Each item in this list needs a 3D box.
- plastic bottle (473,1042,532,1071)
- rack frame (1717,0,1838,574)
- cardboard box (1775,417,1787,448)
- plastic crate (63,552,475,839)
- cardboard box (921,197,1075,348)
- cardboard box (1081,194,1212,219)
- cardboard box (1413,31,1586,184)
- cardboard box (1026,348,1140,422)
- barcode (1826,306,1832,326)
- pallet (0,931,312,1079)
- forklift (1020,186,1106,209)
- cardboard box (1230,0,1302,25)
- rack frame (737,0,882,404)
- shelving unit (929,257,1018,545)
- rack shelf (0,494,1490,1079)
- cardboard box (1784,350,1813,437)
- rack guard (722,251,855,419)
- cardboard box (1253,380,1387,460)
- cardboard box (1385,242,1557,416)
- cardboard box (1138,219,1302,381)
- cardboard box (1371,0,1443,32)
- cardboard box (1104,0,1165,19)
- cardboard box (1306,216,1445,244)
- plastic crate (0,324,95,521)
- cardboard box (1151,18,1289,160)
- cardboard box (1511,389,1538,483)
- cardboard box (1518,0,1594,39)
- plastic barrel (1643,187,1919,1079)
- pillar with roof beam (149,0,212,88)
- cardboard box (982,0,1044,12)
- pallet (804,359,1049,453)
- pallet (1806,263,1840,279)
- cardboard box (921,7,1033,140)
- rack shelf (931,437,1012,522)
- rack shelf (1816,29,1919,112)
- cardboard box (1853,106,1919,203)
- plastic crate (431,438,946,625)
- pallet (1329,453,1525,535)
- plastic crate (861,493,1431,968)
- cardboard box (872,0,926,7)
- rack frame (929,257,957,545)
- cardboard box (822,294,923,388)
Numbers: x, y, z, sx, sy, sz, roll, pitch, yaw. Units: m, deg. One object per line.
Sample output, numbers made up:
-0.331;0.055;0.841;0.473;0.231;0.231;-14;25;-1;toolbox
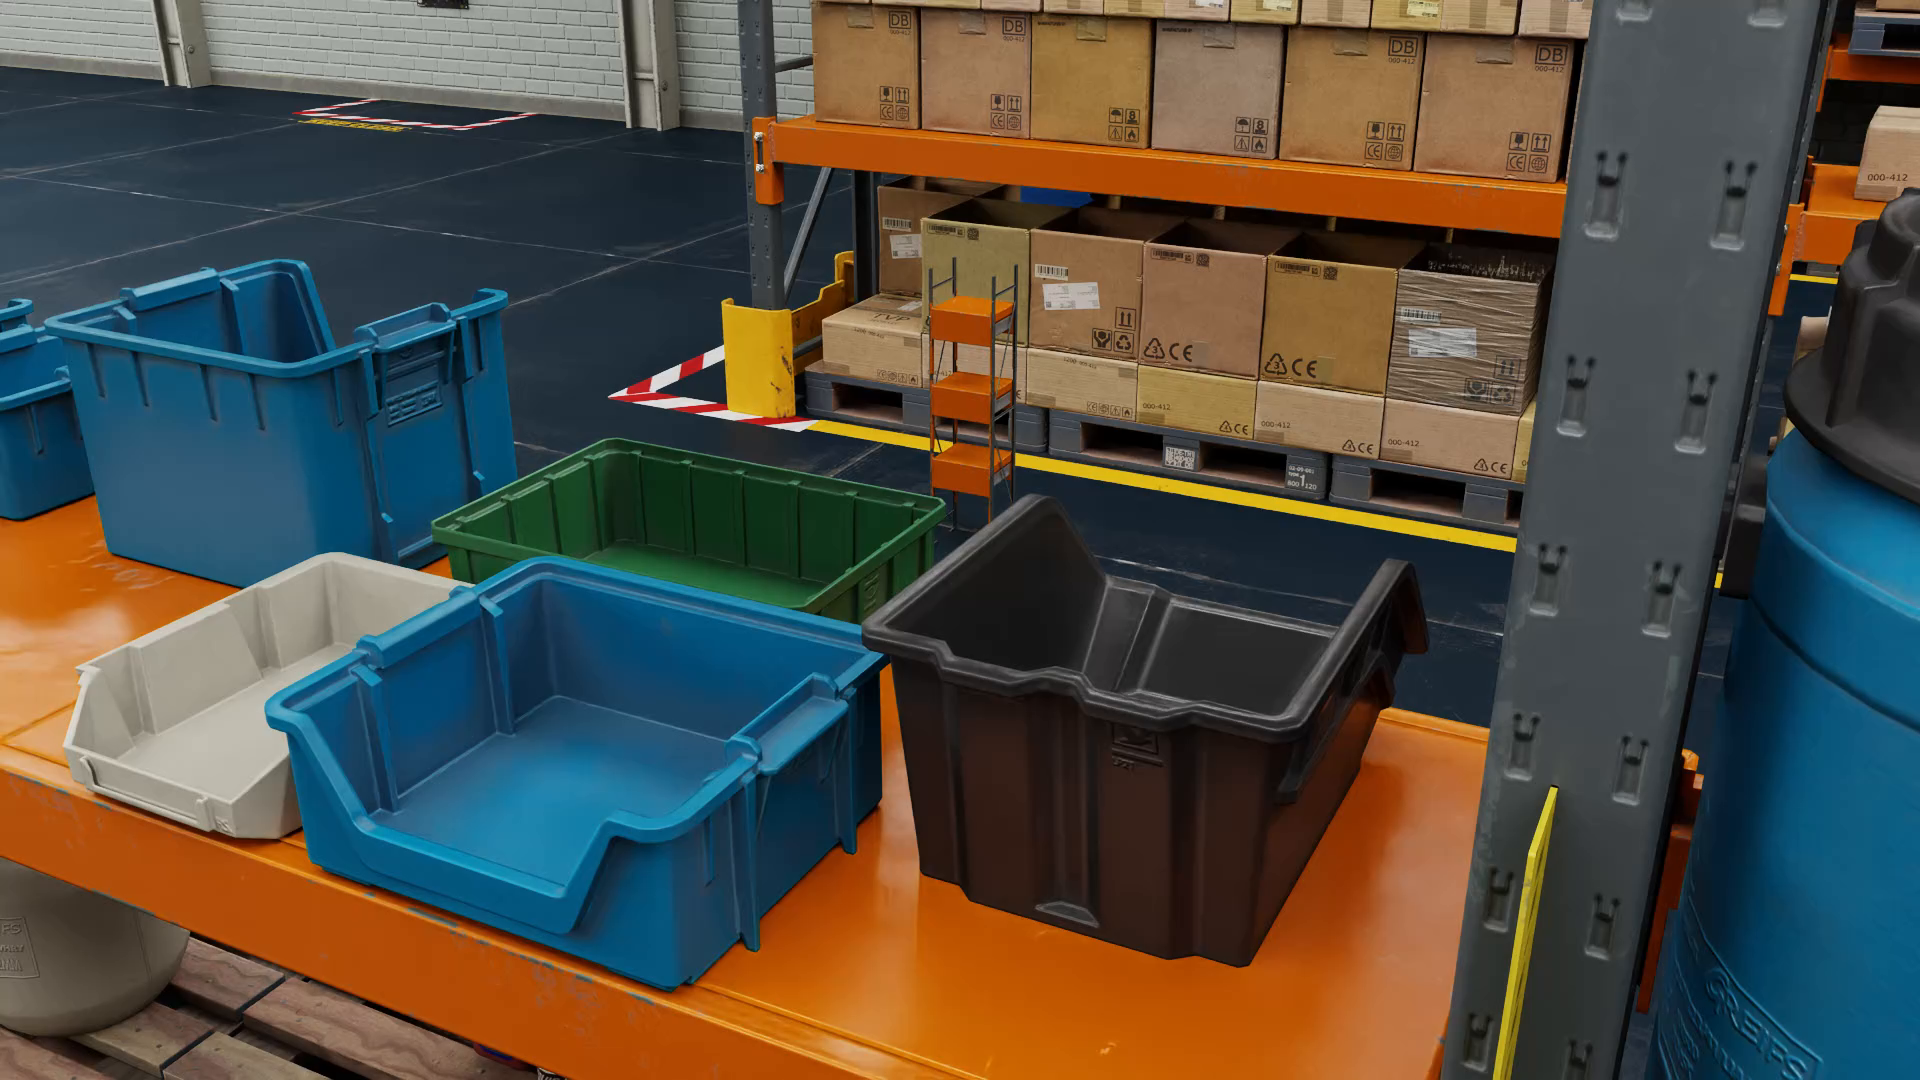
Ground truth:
-0.895;0.889;3.236;0.133;0.283;0.061;11;25;25;plastic bottle
2.911;-1.444;5.813;0.127;3.000;1.000;11;25;25;rack frame
3.160;-0.215;5.898;0.500;0.250;0.500;11;25;23;cardboard box
-0.890;0.208;2.265;0.437;0.136;0.530;11;25;25;plastic crate
0.167;-1.164;7.172;0.500;0.500;0.500;11;25;25;cardboard box
0.854;-1.261;7.402;0.500;0.500;0.500;11;25;25;cardboard box
2.039;-1.657;6.187;0.500;0.500;0.700;11;25;24;cardboard box
0.614;-0.731;7.112;0.500;0.250;0.500;11;25;25;cardboard box
2.951;-0.748;5.581;0.075;0.075;0.001;11;25;25;barcode
-2.085;1.004;3.619;1.213;0.211;1.003;11;25;25;pallet
1.298;-2.551;8.503;3.031;2.935;1.130;5;24;12;forklift
1.201;-2.033;6.240;0.250;0.149;0.380;12;26;26;cardboard box
-0.658;-2.151;7.474;0.127;3.000;1.000;11;25;25;rack frame
0.048;-0.474;6.022;0.252;1.050;0.215;11;25;25;shelving unit
-1.112;0.263;2.718;4.000;0.370;1.077;11;25;25;rack shelf
3.168;-0.470;5.783;0.500;0.311;0.500;11;26;25;cardboard box
-0.680;-1.005;7.973;0.348;0.500;1.175;11;25;25;rack guard
1.504;-0.553;6.694;0.500;0.250;0.500;11;25;25;cardboard box
1.958;-0.815;6.353;0.500;0.500;0.500;11;25;25;cardboard box
1.057;-0.986;6.753;0.500;0.500;0.500;11;25;25;cardboard box
1.665;-1.942;6.028;0.250;0.149;0.380;11;25;24;cardboard box
0.745;-2.124;6.455;0.250;0.149;0.380;11;25;24;cardboard box
1.746;-1.085;6.987;0.500;0.500;0.500;11;25;25;cardboard box
-1.738;-0.252;3.201;0.408;0.251;0.499;11;25;25;plastic crate
1.135;-1.837;6.610;0.500;0.500;0.700;12;26;26;cardboard box
2.399;-0.378;6.282;0.500;0.250;0.500;11;25;25;cardboard box
2.117;-1.852;5.815;0.250;0.149;0.380;10;25;23;cardboard box
0.881;0.228;1.240;0.708;0.901;0.600;11;25;25;plastic barrel
-10.063;-7.436;12.237;0.400;9.000;9.100;11;25;25;pillar with roof beam
0.278;-2.215;6.669;0.250;0.149;0.380;11;25;24;cardboard box
0.043;-0.747;7.737;1.213;0.211;1.003;11;25;25;pallet
5.839;-1.755;10.107;1.213;0.211;1.003;11;25;25;pallet
0.223;-2.019;7.036;0.500;0.500;0.700;12;26;26;cardboard box
0.048;-0.208;6.135;0.240;0.259;0.215;11;25;25;rack shelf
6.928;-2.491;9.194;4.000;0.370;1.077;11;25;25;rack shelf
3.370;-1.304;5.674;0.500;0.250;0.500;13;26;28;cardboard box
-0.411;0.044;2.584;0.662;0.188;0.450;11;25;25;plastic crate
2.221;-0.316;6.724;1.213;0.211;1.003;11;25;25;pallet
0.263;0.177;2.081;0.504;0.338;0.767;11;25;25;plastic crate
-0.168;-2.305;6.881;0.250;0.149;0.380;10;25;23;cardboard box
-0.061;-0.495;6.073;0.008;1.050;0.200;11;25;25;rack frame
-0.280;-0.906;7.525;0.500;0.250;0.500;11;25;25;cardboard box
